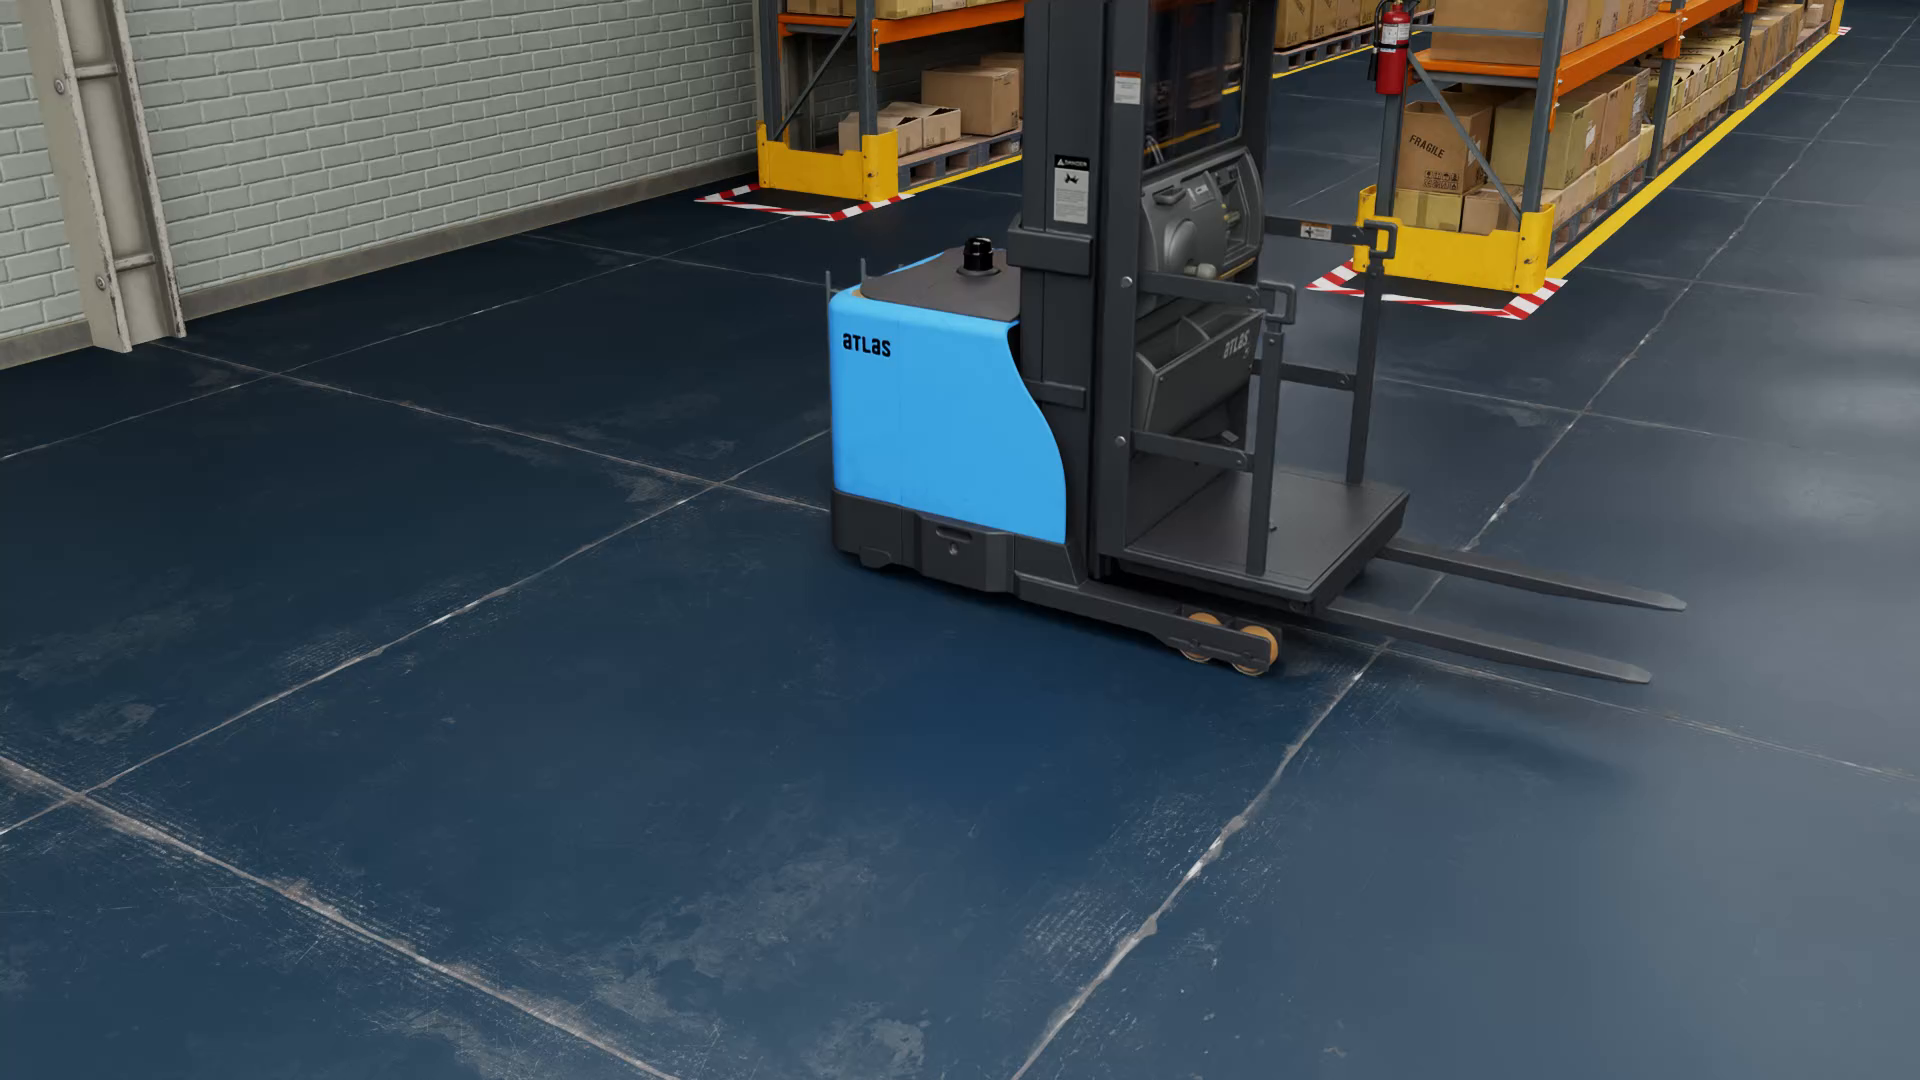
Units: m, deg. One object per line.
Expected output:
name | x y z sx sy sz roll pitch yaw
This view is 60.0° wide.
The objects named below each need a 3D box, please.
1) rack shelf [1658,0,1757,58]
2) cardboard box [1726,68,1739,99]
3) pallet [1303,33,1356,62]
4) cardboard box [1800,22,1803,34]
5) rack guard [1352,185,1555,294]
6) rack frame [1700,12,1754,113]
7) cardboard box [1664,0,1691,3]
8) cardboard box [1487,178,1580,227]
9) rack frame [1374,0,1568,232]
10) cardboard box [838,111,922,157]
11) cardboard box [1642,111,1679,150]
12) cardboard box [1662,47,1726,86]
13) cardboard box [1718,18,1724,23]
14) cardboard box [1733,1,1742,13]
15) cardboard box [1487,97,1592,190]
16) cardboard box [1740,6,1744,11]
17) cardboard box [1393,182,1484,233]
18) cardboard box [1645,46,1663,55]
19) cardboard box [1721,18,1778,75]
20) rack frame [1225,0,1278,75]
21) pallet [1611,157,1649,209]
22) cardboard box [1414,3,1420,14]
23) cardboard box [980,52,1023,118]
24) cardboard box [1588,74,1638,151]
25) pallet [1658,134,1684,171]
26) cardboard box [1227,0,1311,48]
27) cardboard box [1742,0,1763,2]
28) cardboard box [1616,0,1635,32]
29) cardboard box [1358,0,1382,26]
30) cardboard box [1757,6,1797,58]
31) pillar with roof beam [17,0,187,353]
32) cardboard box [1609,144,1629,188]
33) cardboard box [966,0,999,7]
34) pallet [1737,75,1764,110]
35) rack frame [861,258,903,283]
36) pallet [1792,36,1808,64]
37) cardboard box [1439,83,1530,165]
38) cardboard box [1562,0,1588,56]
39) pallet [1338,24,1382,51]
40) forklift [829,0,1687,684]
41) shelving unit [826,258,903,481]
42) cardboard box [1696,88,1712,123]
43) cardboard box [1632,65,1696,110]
rack shelf | 6.292 -4.767 14.891 1.077 0.370 4.000 14 27 29
cardboard box | 7.277 -4.474 16.242 0.500 0.250 0.500 15 27 30
pallet | 4.261 -6.190 20.782 1.003 0.211 1.213 14 27 29
cardboard box | 10.310 -6.414 20.803 0.380 0.166 0.250 14 27 29
rack guard | 3.115 -1.917 10.548 1.175 0.500 0.348 14 27 29
rack frame | 7.347 -5.772 16.308 1.000 3.000 0.127 14 27 29
cardboard box | 5.878 -4.563 13.831 0.380 0.149 0.250 14 27 29
cardboard box | 3.860 -2.307 11.235 0.500 0.250 0.500 14 27 29
rack frame | 3.127 -3.072 10.070 1.000 3.000 0.127 14 27 29
cardboard box | -0.642 -3.291 13.408 0.500 0.311 0.500 11 26 23
cardboard box | 5.661 -3.437 13.846 0.500 0.250 0.500 13 27 28
cardboard box | 6.743 -4.385 15.331 0.500 0.311 0.500 14 27 29
cardboard box | 7.915 -5.366 17.963 0.500 0.500 0.500 13 27 27
cardboard box | 8.468 -6.071 18.648 0.500 0.250 0.500 14 27 29
cardboard box | 3.861 -2.651 11.086 0.500 0.500 0.500 14 27 29
cardboard box | 8.723 -5.882 19.155 0.500 0.500 0.500 14 27 30
cardboard box | 3.159 -2.246 11.094 0.500 0.250 0.500 14 27 29
cardboard box | 6.281 -4.494 15.583 0.500 0.311 0.500 13 27 28
cardboard box | 8.371 -5.267 17.733 0.500 0.500 0.500 13 27 28
rack frame | 3.137 -6.809 18.703 1.000 3.000 0.127 14 27 29
pallet | 4.782 -2.883 13.143 1.003 0.211 1.213 14 27 29
cardboard box | 5.996 -7.604 23.158 0.700 0.500 0.500 14 27 28
cardboard box | 0.513 -4.155 15.165 0.500 0.500 0.500 12 26 25
cardboard box | 4.644 -3.159 12.260 0.500 0.500 0.500 14 27 29
pallet | 5.593 -3.399 14.336 1.003 0.211 1.213 14 27 29
cardboard box | 3.636 -6.236 19.556 0.750 0.750 0.750 13 27 28
cardboard box | 9.517 -6.429 20.417 0.500 0.500 0.500 14 27 29
cardboard box | 4.468 -3.969 12.017 0.700 0.500 0.500 14 27 30
cardboard box | 5.015 -7.119 21.595 0.750 0.750 0.750 14 27 30
cardboard box | 9.173 -5.785 18.931 0.500 0.500 0.500 14 27 29
pillar with roof beam | -0.956 -4.352 5.476 9.100 9.000 0.400 14 27 29
cardboard box | 4.655 -2.812 12.403 0.500 0.250 0.500 14 27 29
cardboard box | -0.020 -4.496 13.524 0.500 0.250 0.500 13 27 28
pallet | 7.773 -4.736 17.425 1.003 0.211 1.213 14 27 29
rack frame | -0.314 -0.640 6.906 0.200 1.050 0.008 14 27 29
pallet | 9.820 -6.074 20.515 1.003 0.211 1.213 14 27 29
cardboard box | 3.673 -2.931 11.733 0.500 0.500 0.500 14 27 29
cardboard box | 3.658 -3.451 10.820 0.700 0.500 0.500 15 27 30
pallet | 4.904 -6.603 21.737 1.003 0.211 1.213 14 27 29
forklift | 1.022 -1.123 5.655 3.031 2.935 1.130 14 27 29
shelving unit | -0.378 -0.598 6.811 0.215 1.050 0.252 14 27 29
cardboard box | 6.471 -3.956 15.046 0.500 0.250 0.500 14 27 30
cardboard box | 5.936 -3.865 14.130 0.500 0.311 0.500 14 27 28
